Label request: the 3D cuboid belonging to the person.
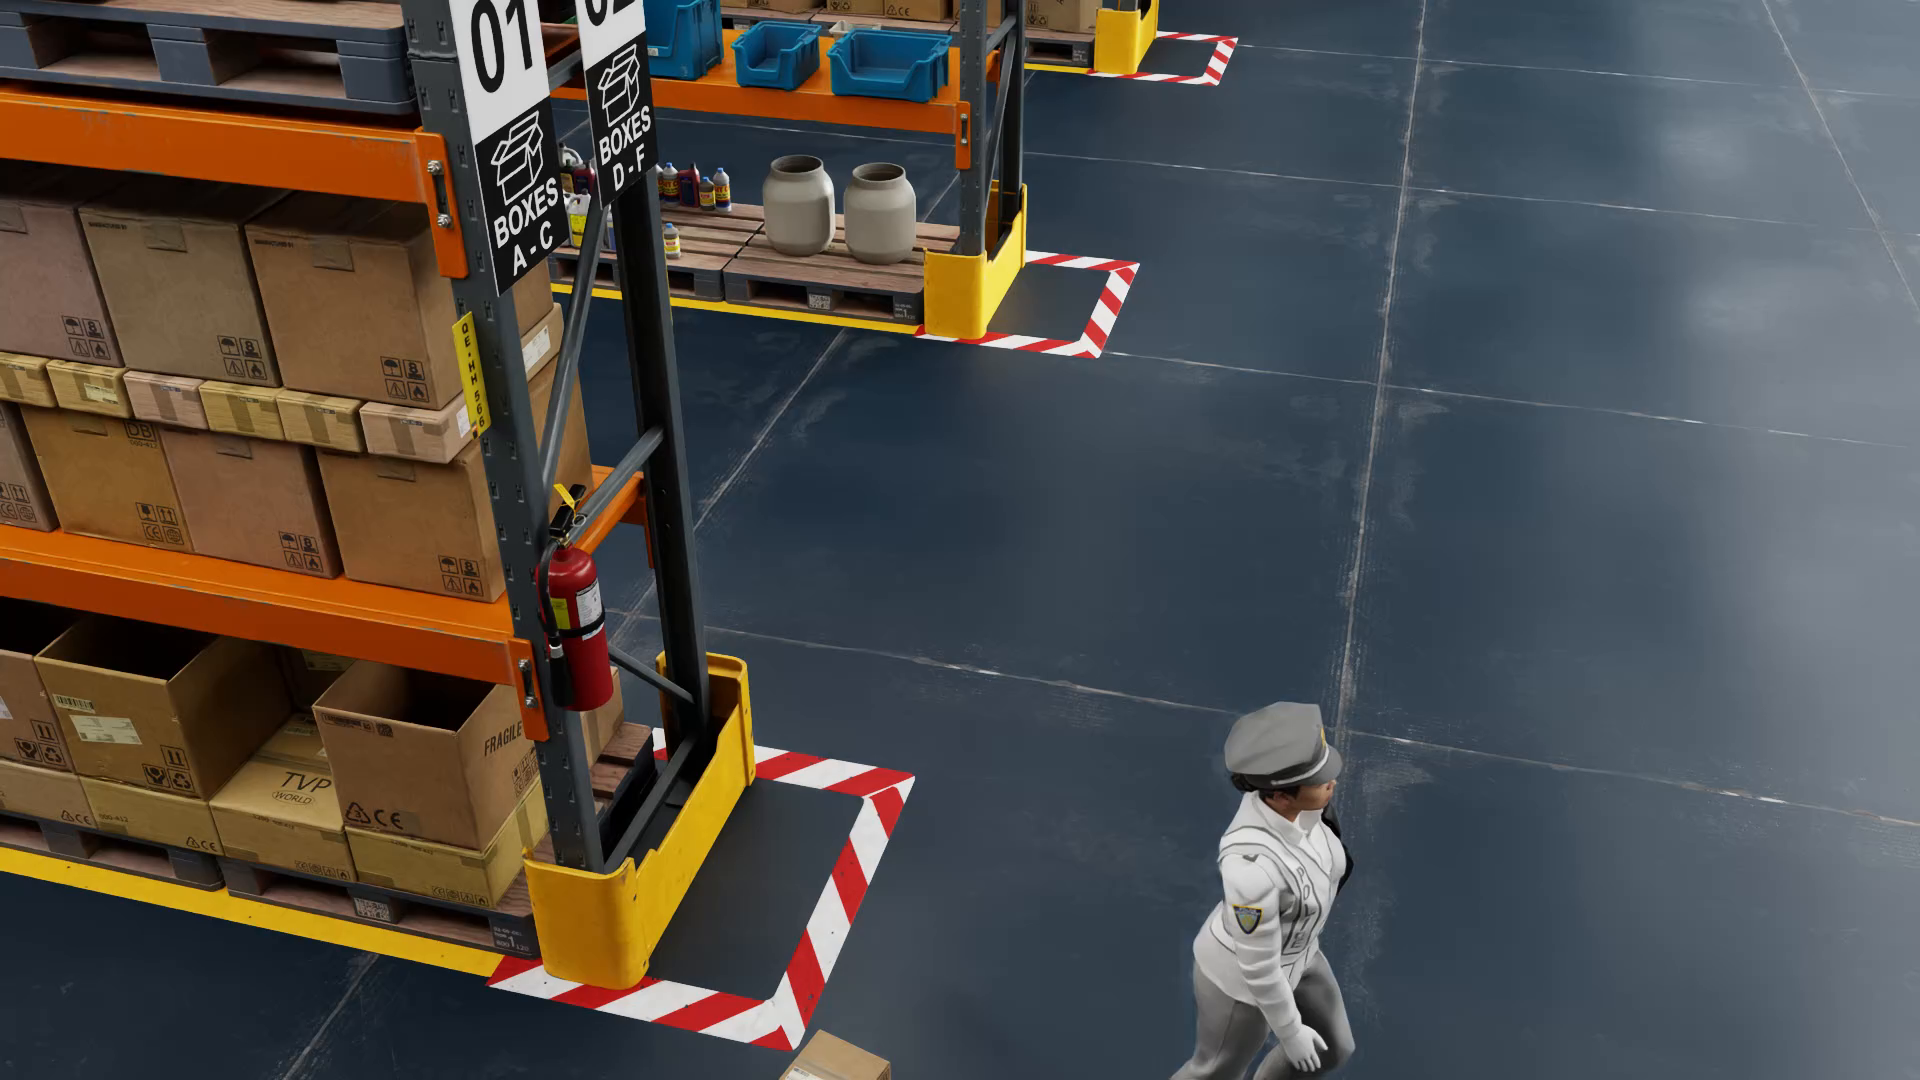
[{"bbox_3d":[0.800,1.132,4.368,0.478,1.731,0.487,19,37,26],"label":"person"}]
